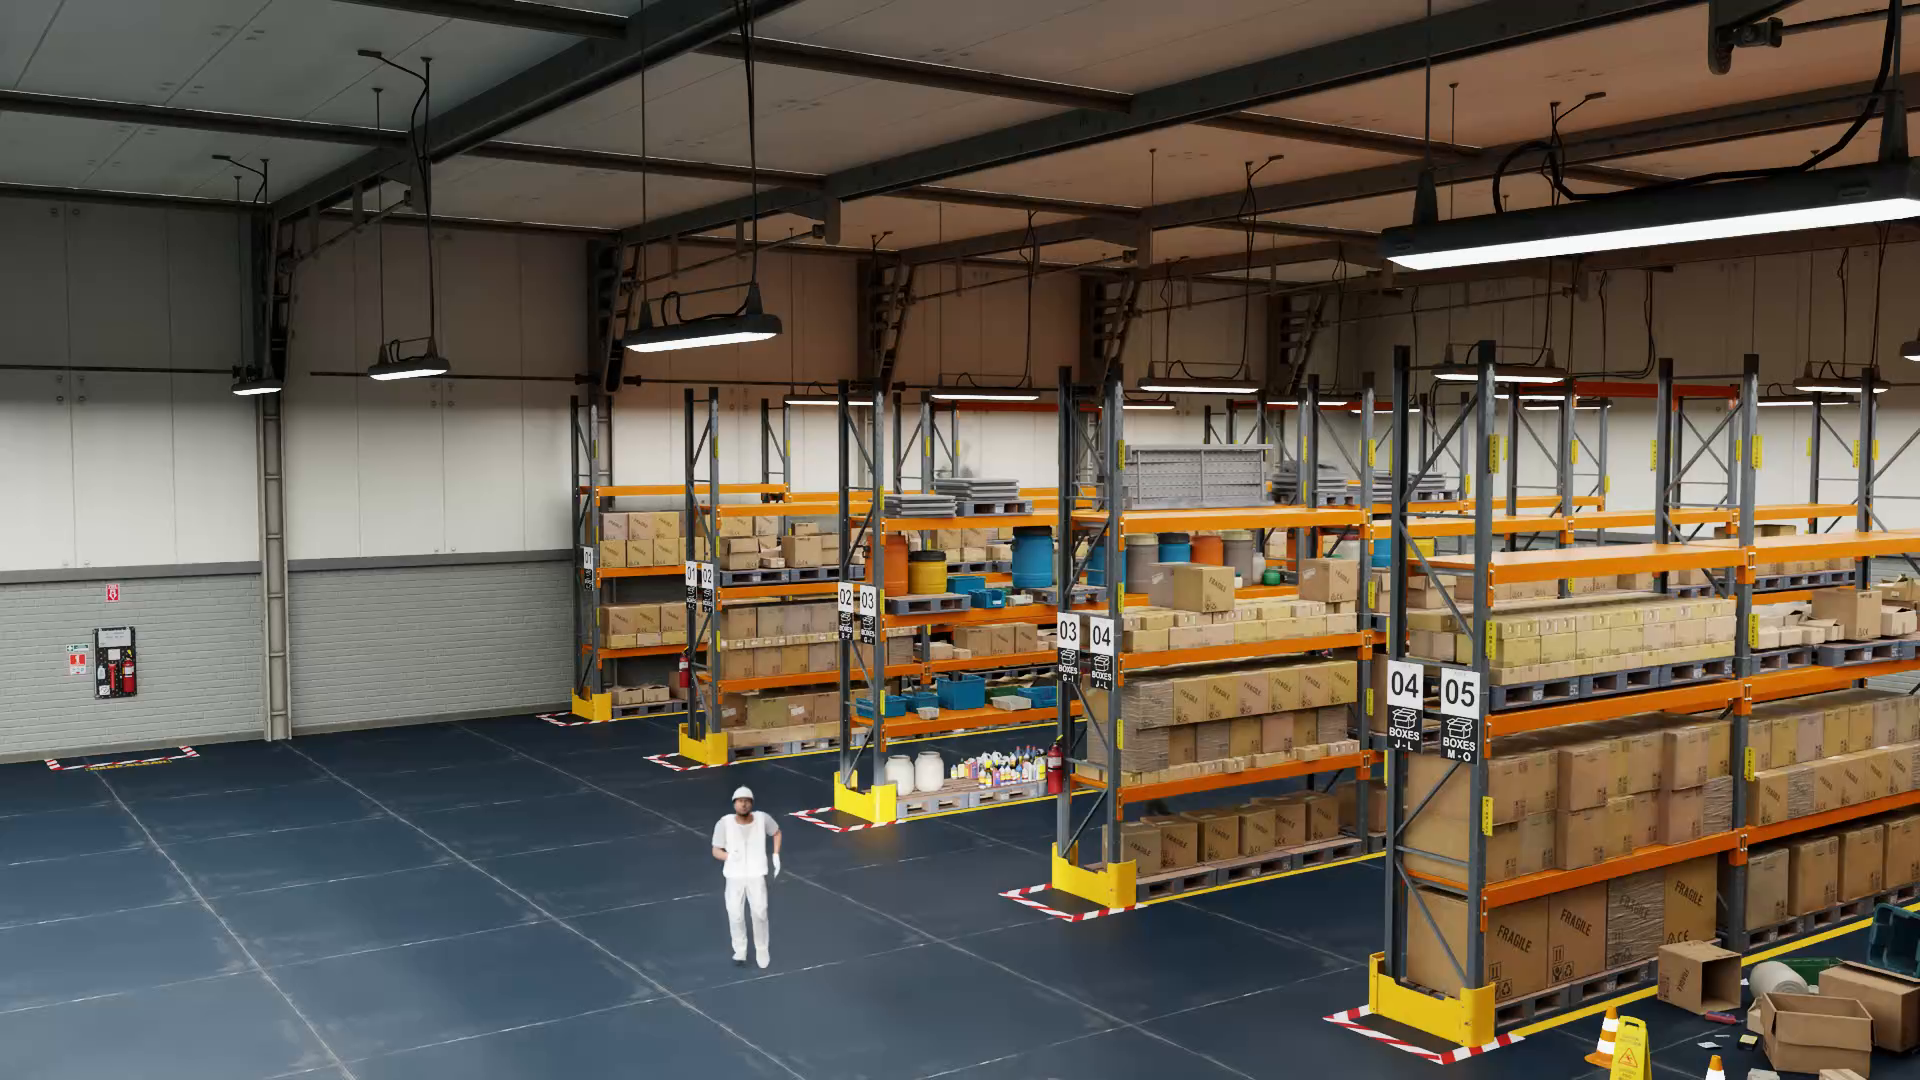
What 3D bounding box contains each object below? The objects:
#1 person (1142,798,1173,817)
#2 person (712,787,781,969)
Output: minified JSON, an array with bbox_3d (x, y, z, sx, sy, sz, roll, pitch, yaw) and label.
[{"bbox_3d":[2.497,3.019,21.466,0.876,1.659,0.581,-3,4,-39],"label":"person"},{"bbox_3d":[-2.077,3.300,16.200,0.673,1.785,0.688,0,3,-6],"label":"person"}]
